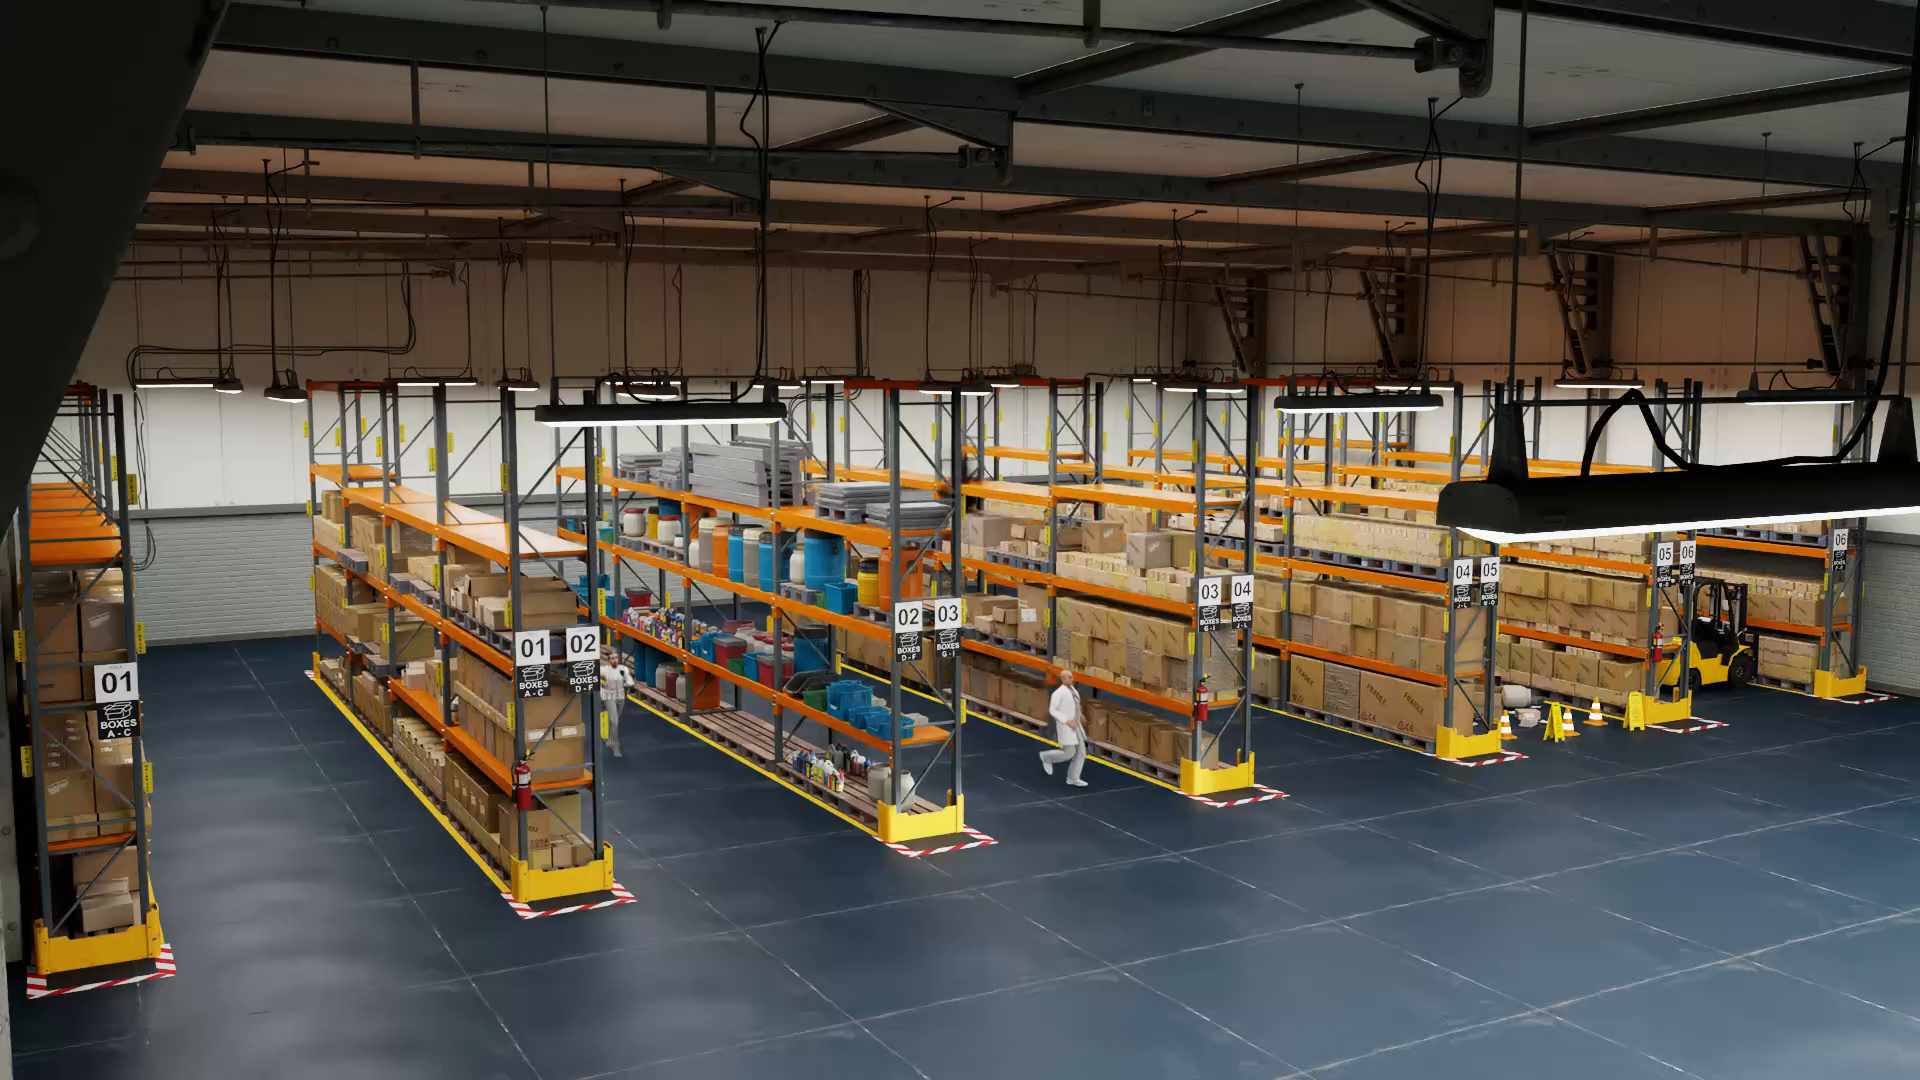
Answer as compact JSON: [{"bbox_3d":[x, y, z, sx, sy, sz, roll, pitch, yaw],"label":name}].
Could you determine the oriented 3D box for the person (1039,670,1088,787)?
[{"bbox_3d":[1.593,2.812,25.013,0.799,1.739,0.723,4,7,35],"label":"person"}]

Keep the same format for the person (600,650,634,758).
[{"bbox_3d":[-5.605,2.628,27.047,0.584,1.749,0.776,-4,7,-32],"label":"person"}]
